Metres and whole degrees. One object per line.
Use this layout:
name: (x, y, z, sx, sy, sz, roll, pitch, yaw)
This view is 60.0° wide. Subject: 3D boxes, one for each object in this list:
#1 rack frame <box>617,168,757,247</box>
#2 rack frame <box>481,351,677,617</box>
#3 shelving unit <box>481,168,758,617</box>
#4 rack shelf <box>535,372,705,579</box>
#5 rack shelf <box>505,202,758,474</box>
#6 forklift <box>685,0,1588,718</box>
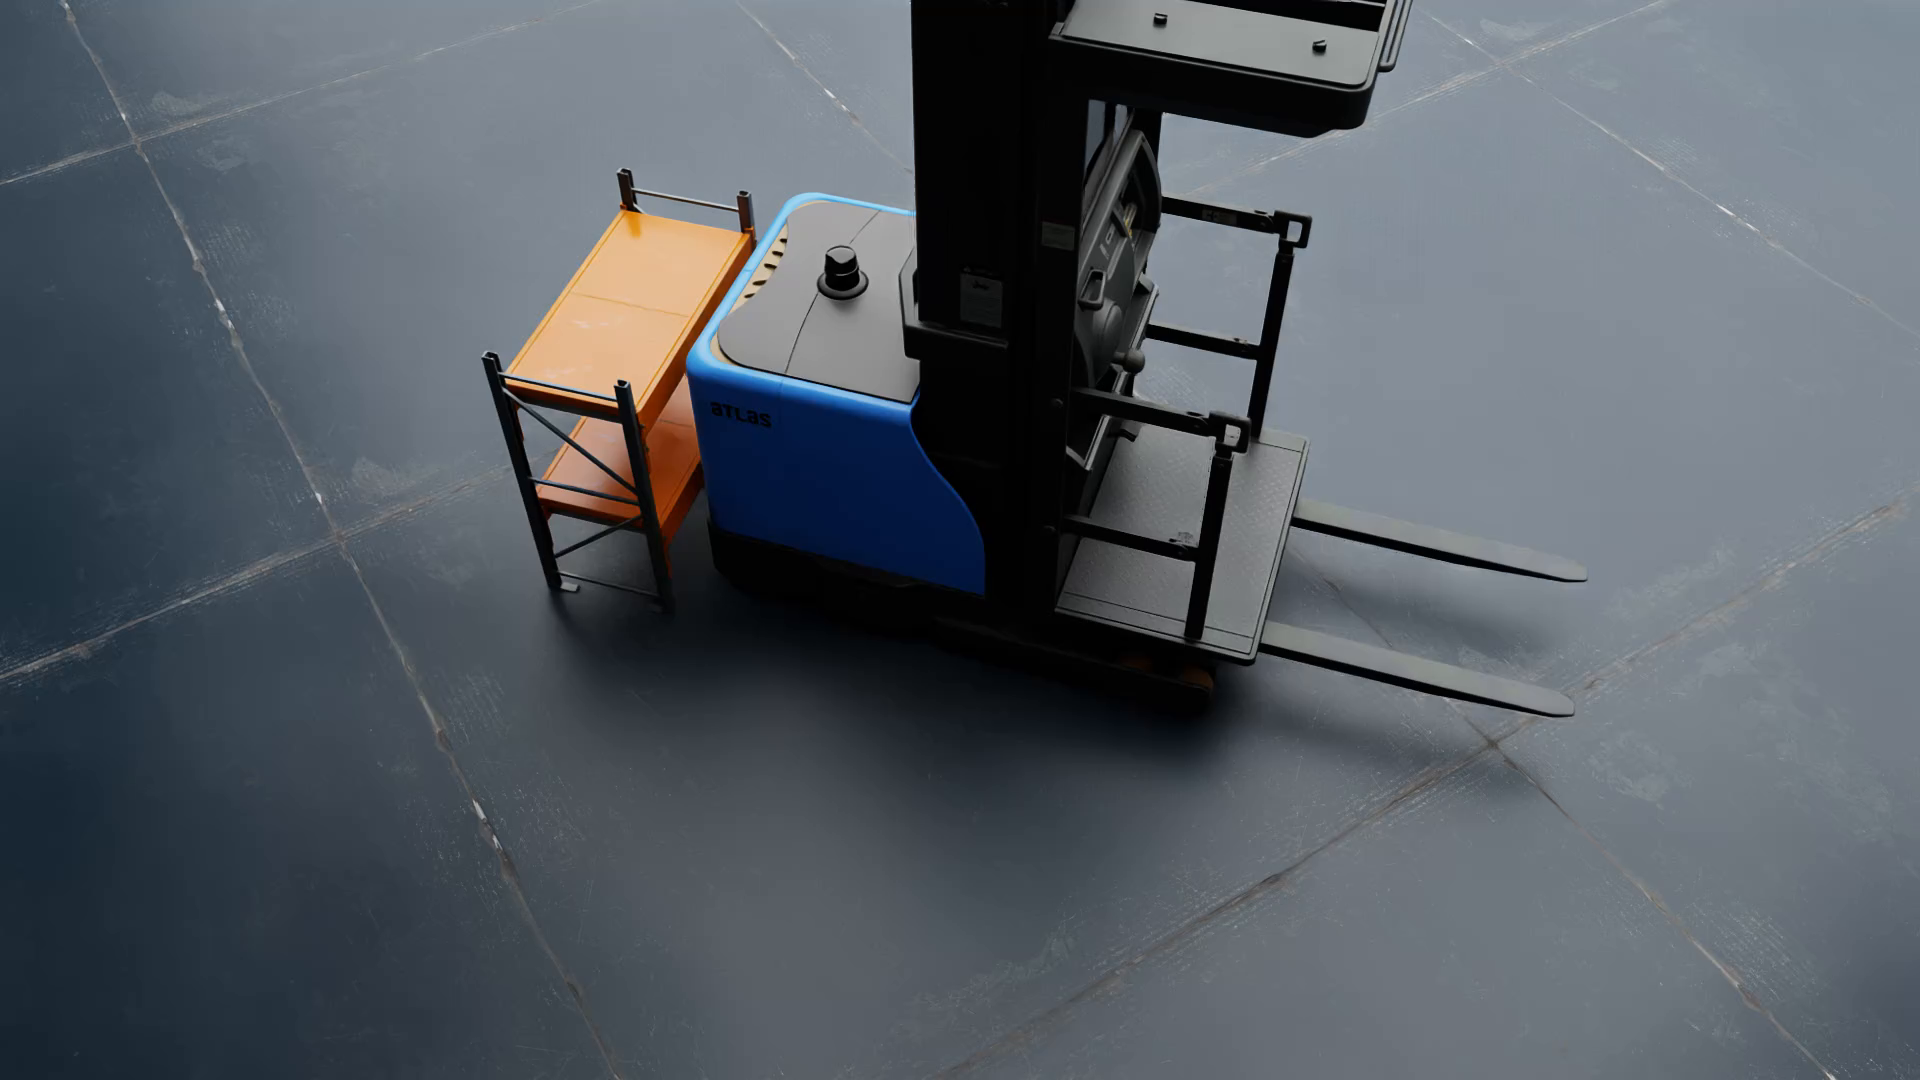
rack frame: (-0.975, -0.889, 6.287, 0.500, 1.125, 0.032, 13, 50, 11)
rack frame: (-1.270, -0.162, 5.640, 0.500, 1.125, 0.032, 13, 50, 11)
shelving unit: (-1.122, -0.526, 5.964, 0.538, 1.125, 1.048, 13, 50, 11)
rack shelf: (-1.122, -0.363, 6.146, 0.538, 0.278, 1.000, 13, 50, 11)
rack shelf: (-1.123, -0.721, 5.745, 0.538, 0.278, 1.000, 13, 50, 11)
forklift: (0.671, -0.836, 5.032, 3.031, 2.935, 1.130, 14, 50, 12)
